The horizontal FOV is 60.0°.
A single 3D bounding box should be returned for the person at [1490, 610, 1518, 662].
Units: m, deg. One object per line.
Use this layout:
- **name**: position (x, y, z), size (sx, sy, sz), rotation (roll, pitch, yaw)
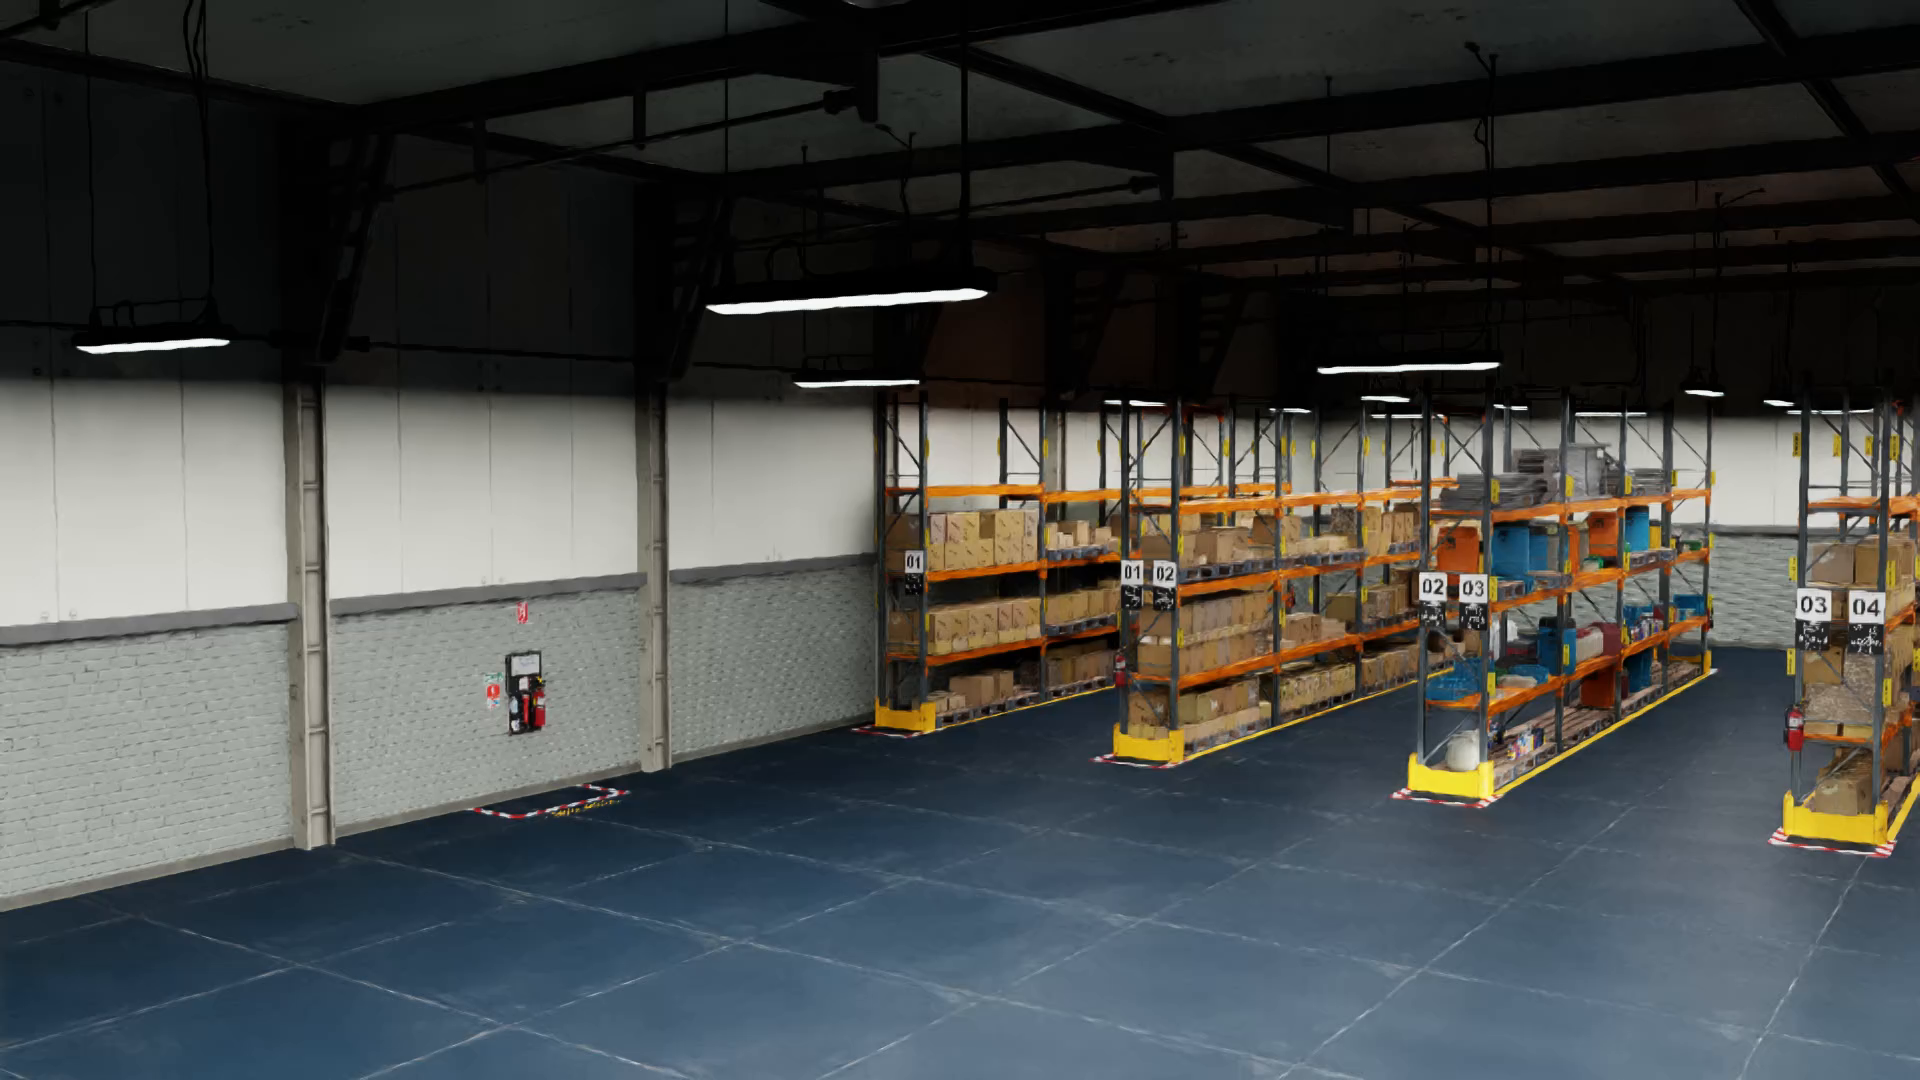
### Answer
- **person**: position (11.106, 2.246, 34.032), size (0.598, 1.698, 1.194), rotation (2, 4, 36)
